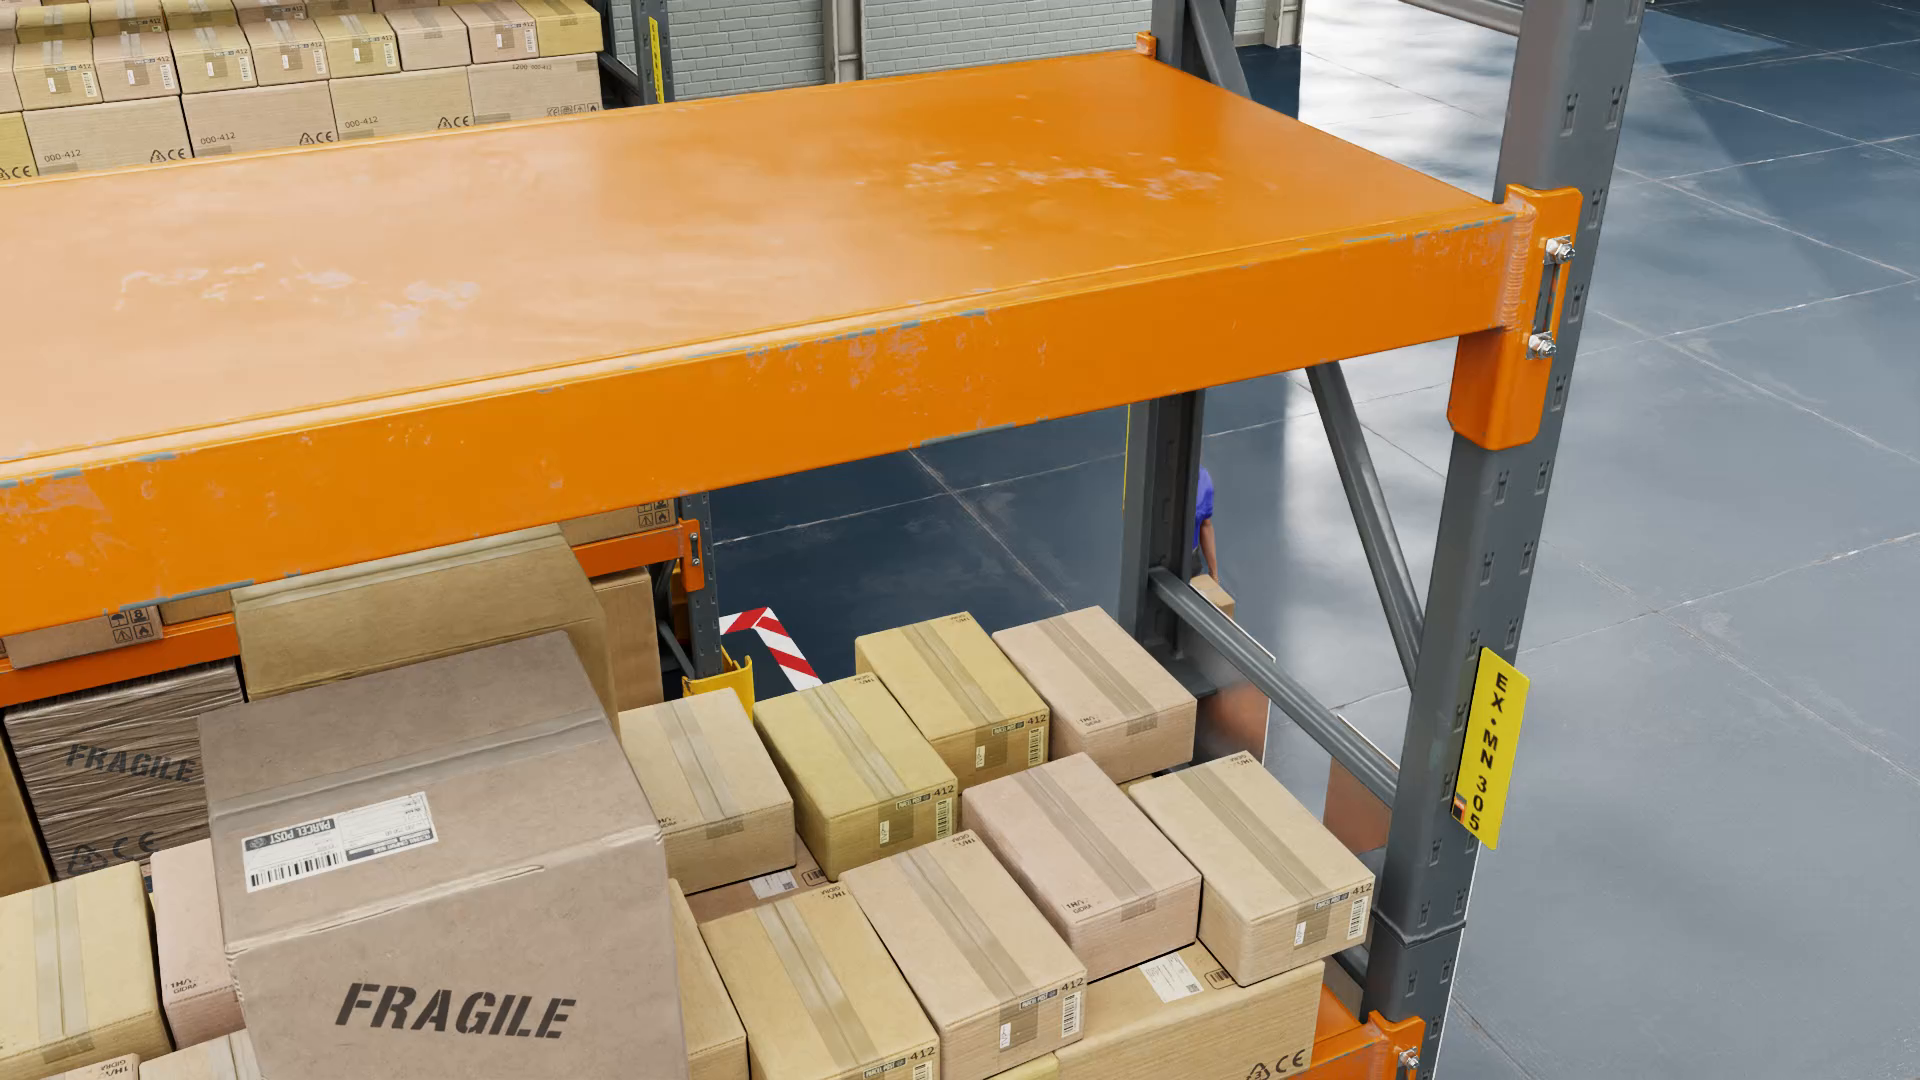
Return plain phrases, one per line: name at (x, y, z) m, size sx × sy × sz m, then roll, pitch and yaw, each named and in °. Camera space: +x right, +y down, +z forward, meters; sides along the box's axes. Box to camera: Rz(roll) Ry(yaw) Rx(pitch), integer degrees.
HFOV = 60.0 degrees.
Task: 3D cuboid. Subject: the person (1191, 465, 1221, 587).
person at (1.035, 0.203, 8.085) m, size 0.481 × 1.662 × 0.397 m, roll -14°, pitch 32°, yaw -23°
